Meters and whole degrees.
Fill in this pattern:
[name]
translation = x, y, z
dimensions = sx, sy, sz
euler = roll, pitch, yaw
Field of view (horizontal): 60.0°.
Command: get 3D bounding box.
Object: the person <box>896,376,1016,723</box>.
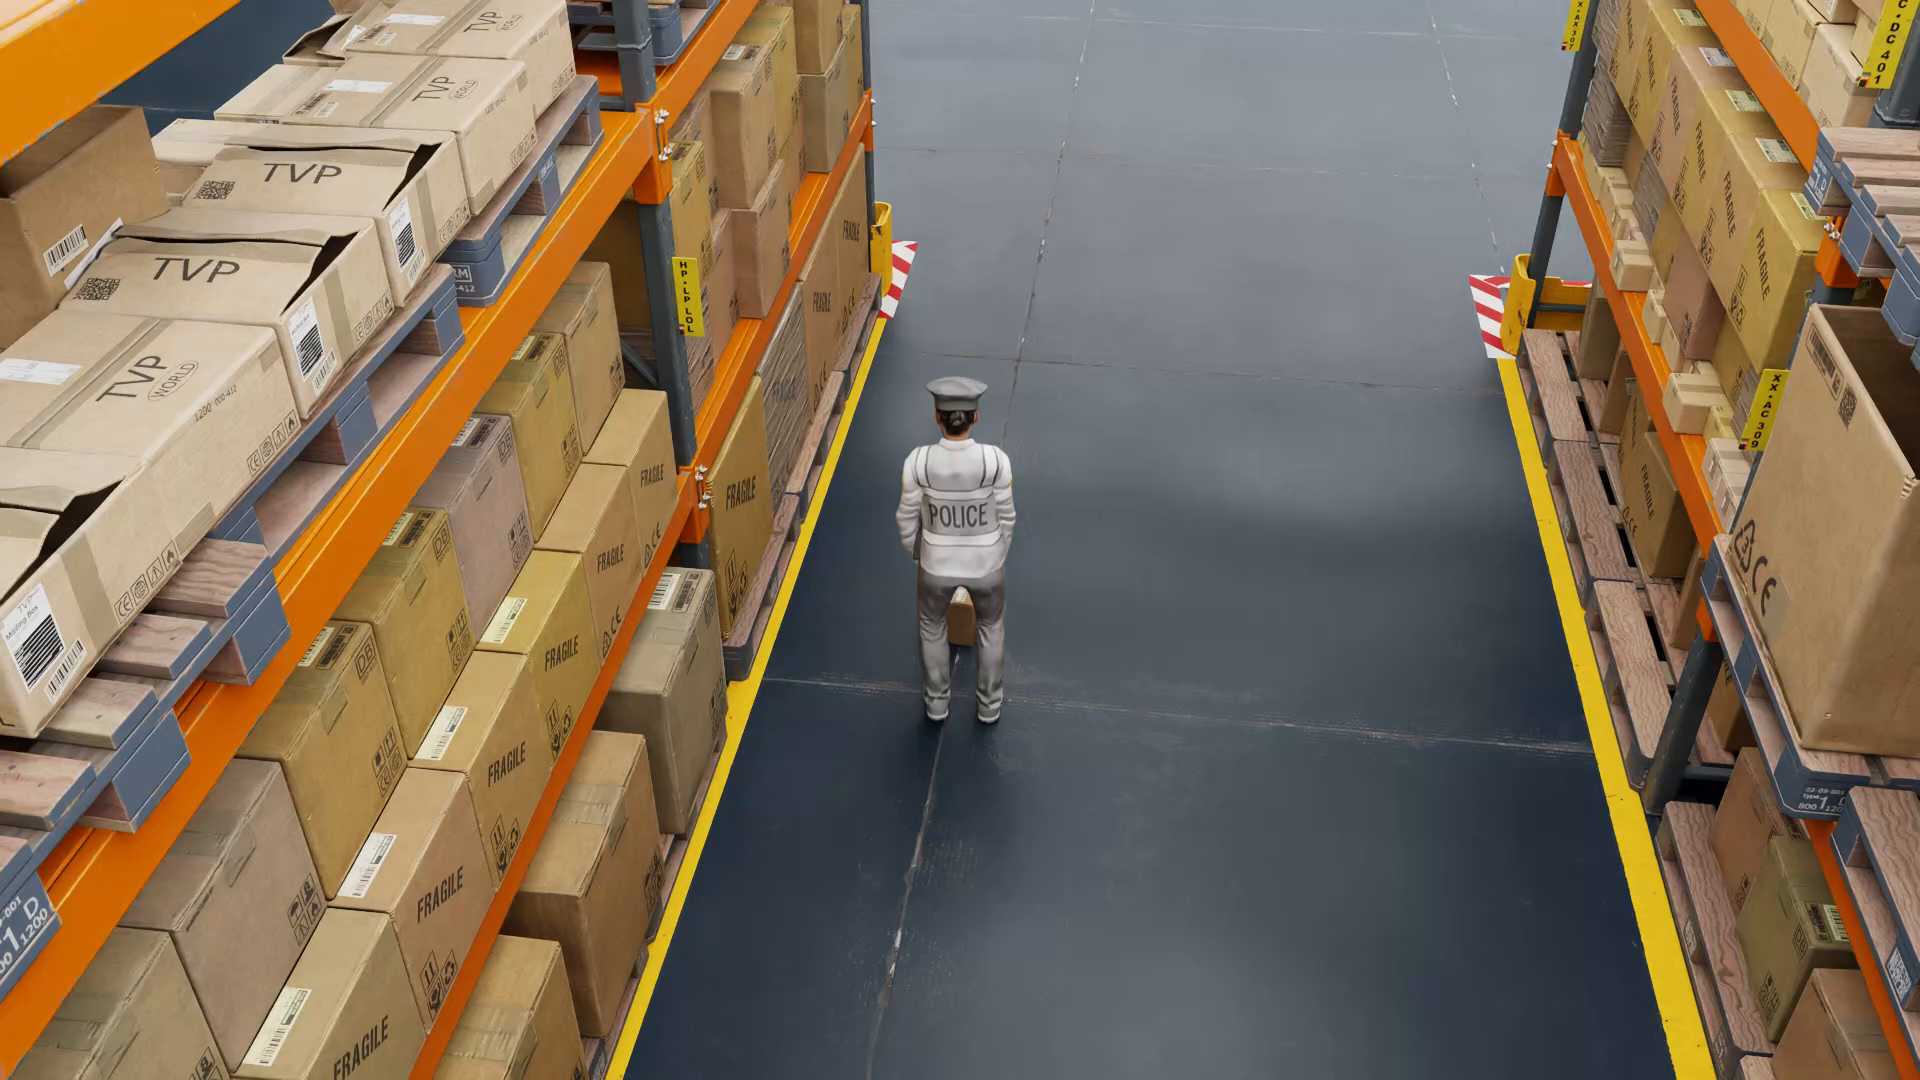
[person]
translation = -0.016, 0.074, 6.966
dimensions = 0.492, 1.641, 0.412
euler = 1, 36, 1
